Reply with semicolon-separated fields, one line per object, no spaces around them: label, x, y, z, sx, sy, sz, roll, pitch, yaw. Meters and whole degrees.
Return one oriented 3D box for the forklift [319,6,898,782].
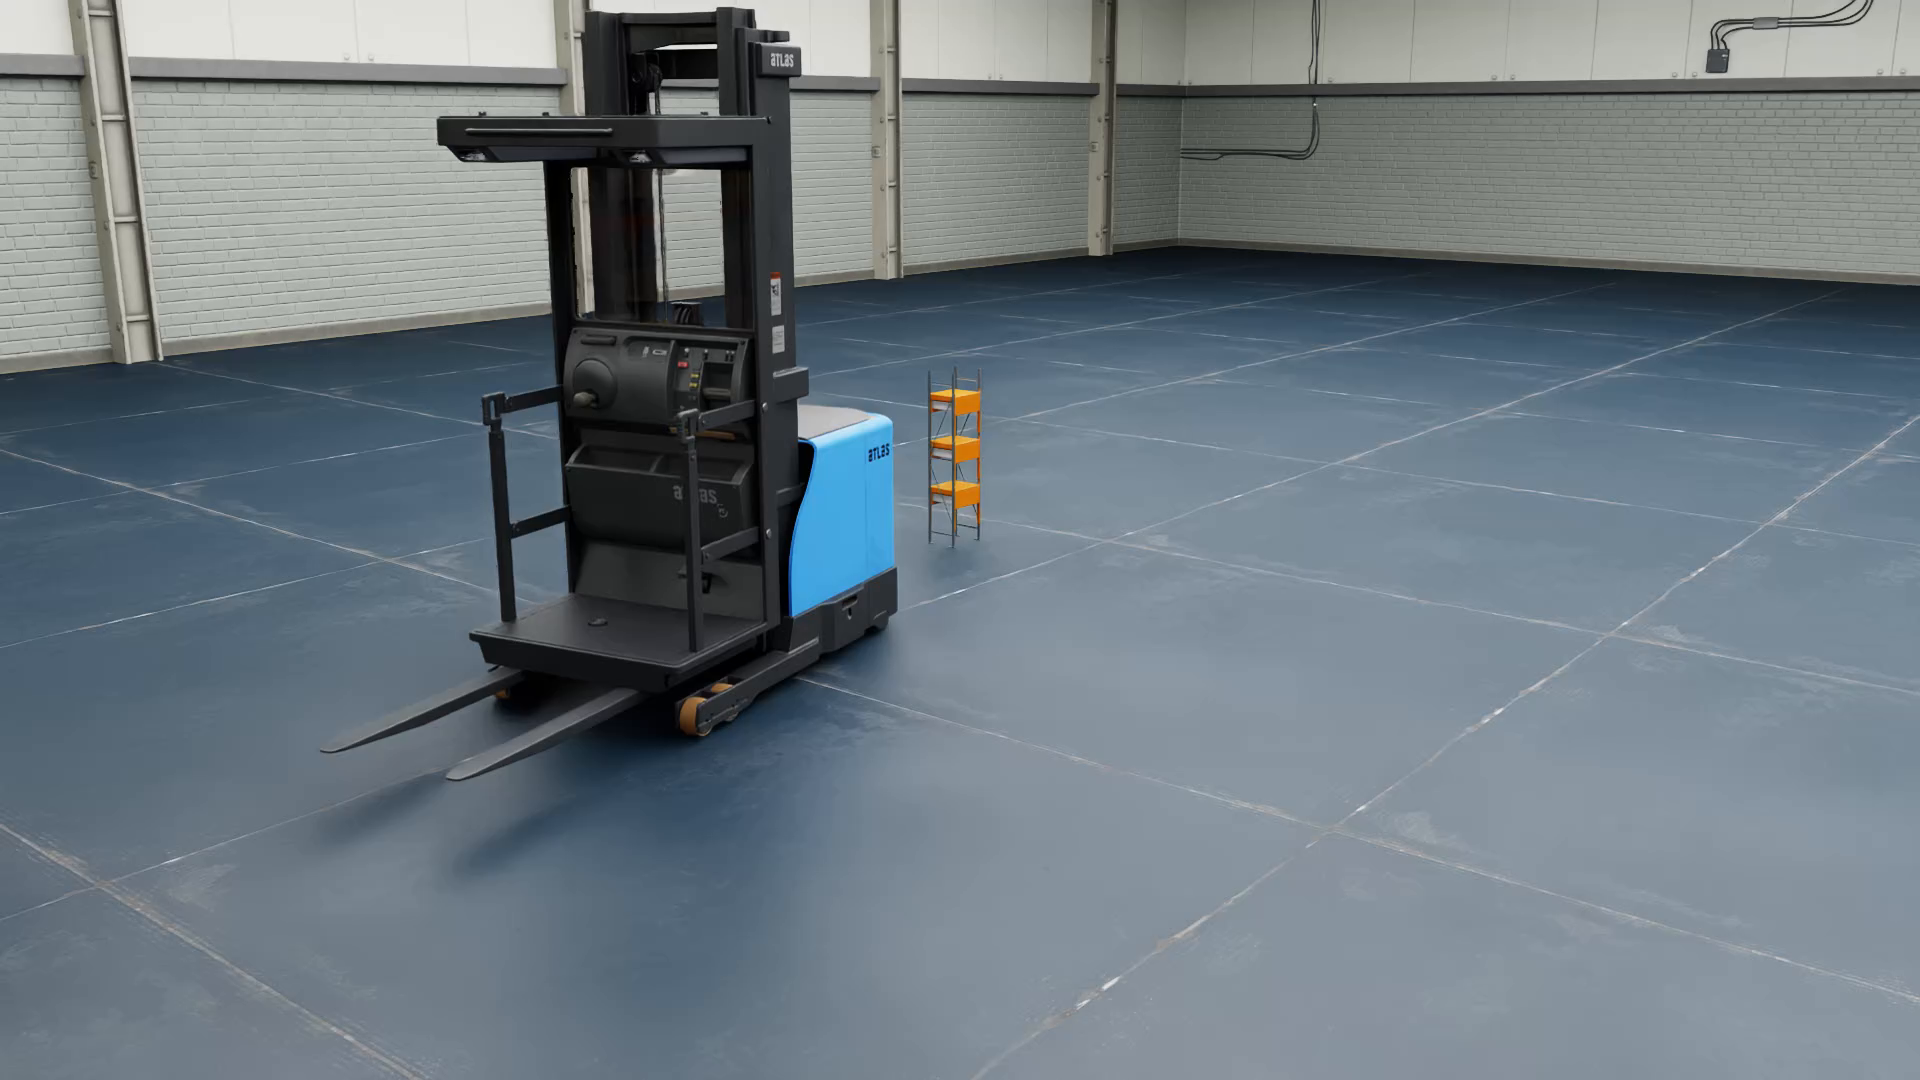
forklift;-1.414;-0.726;7.028;1.130;2.935;3.031;7;16;25

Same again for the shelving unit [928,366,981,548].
shelving unit;-0.034;-0.499;9.953;0.215;1.050;0.252;11;18;38

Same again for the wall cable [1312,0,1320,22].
wall cable;7.607;-10.590;29.581;3.097;2.526;0.112;11;18;38

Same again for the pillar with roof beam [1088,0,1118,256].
pillar with roof beam;5.971;-9.040;27.431;9.100;9.000;0.400;11;18;38

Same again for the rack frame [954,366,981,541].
rack frame;0.043;-0.522;10.045;0.200;1.050;0.008;11;18;38

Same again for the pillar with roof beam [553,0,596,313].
pillar with roof beam;-1.571;-6.742;18.384;9.100;9.000;0.400;11;18;38

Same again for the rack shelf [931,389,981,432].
rack shelf;-0.034;-0.763;9.886;0.215;0.259;0.240;11;18;38

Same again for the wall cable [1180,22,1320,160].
wall cable;5.502;-8.560;31.851;3.097;2.526;0.112;11;18;38

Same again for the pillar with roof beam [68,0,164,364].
pillar with roof beam;-5.342;-5.593;13.861;9.100;9.000;0.400;11;18;38

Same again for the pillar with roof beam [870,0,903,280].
pillar with roof beam;2.200;-7.891;22.907;9.100;9.000;0.400;11;18;38

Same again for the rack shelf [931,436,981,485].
rack shelf;-0.034;-0.488;9.956;0.215;0.259;0.240;11;18;38

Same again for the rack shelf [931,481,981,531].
rack shelf;-0.034;-0.219;10.024;0.215;0.259;0.240;11;18;38

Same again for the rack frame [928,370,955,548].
rack frame;-0.110;-0.475;9.861;0.200;1.050;0.008;11;18;38

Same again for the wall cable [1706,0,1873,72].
wall cable;12.877;-10.242;25.255;2.305;6.003;0.169;11;18;38
